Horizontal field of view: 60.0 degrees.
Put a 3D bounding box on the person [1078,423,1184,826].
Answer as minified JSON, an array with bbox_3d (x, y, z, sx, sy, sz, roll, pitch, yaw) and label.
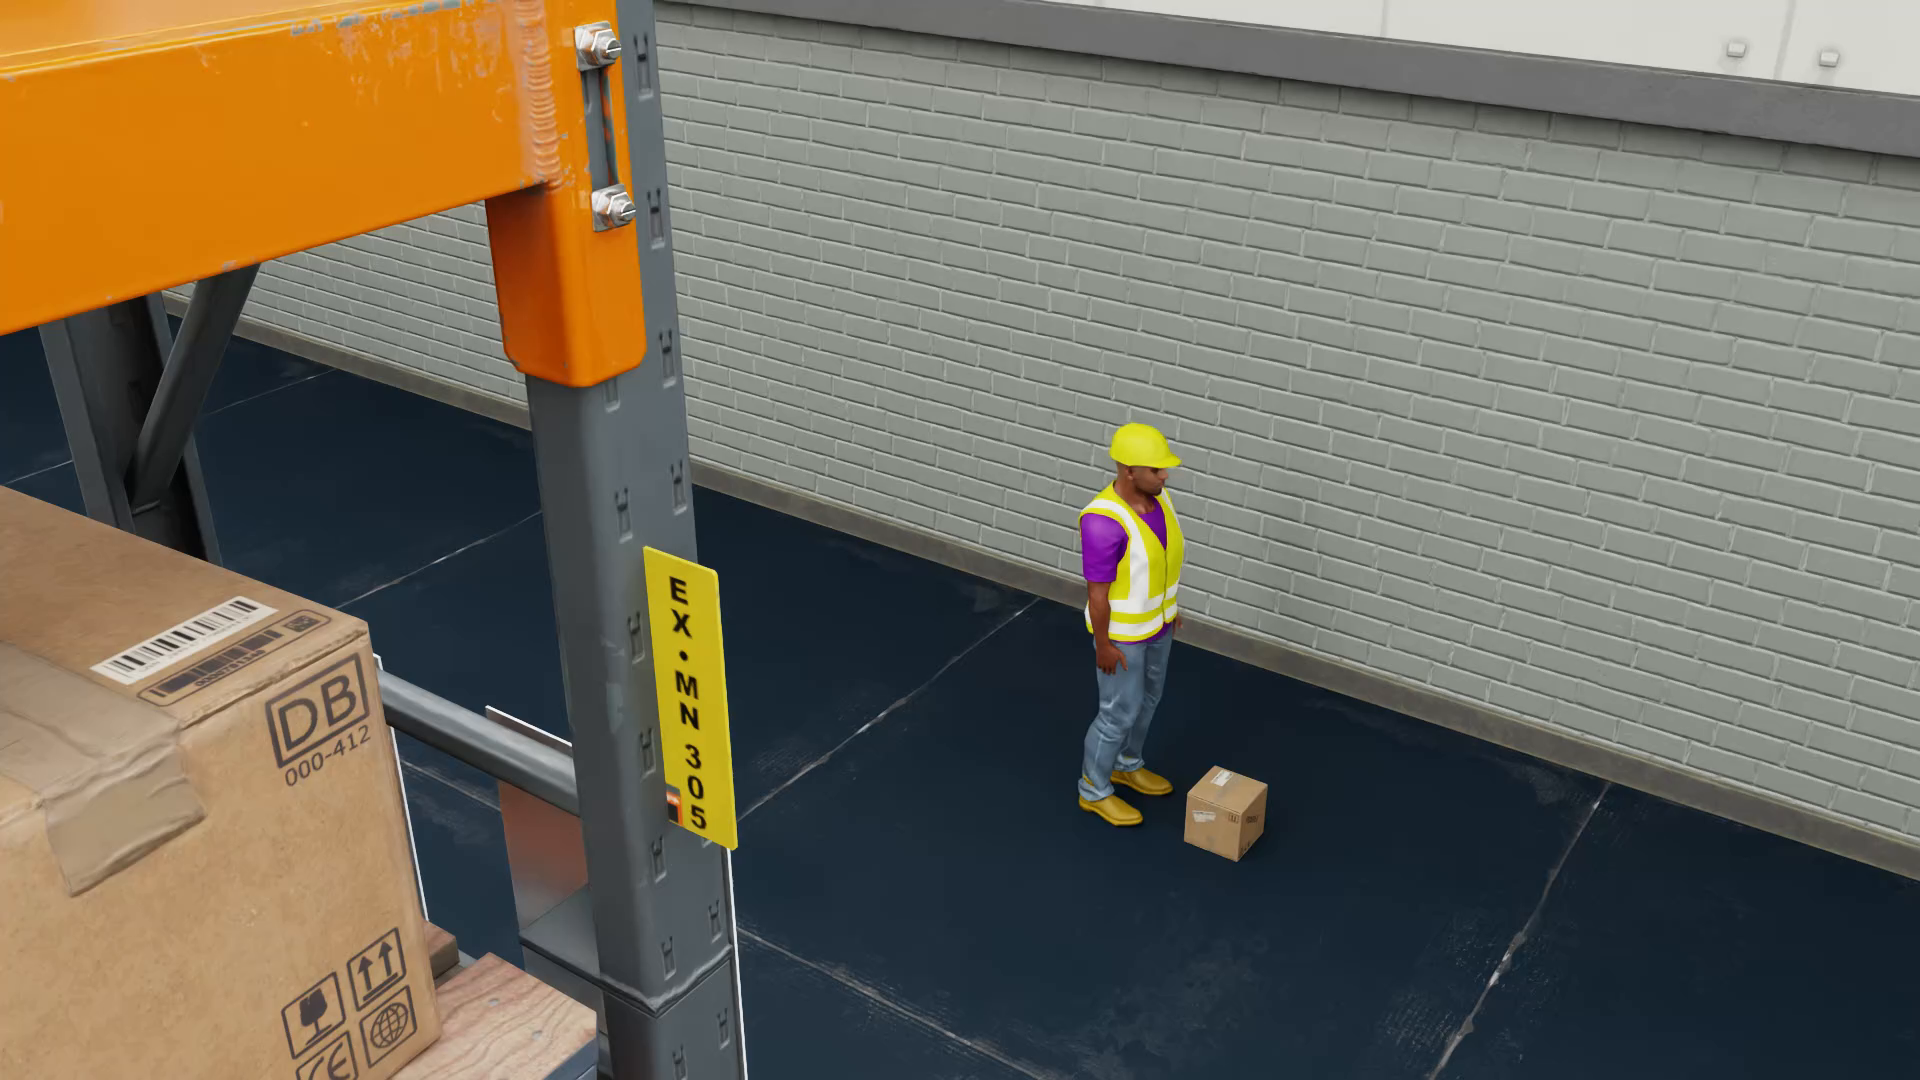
[{"bbox_3d":[0.718,0.339,6.920,0.357,1.762,0.564,18,32,32],"label":"person"}]
